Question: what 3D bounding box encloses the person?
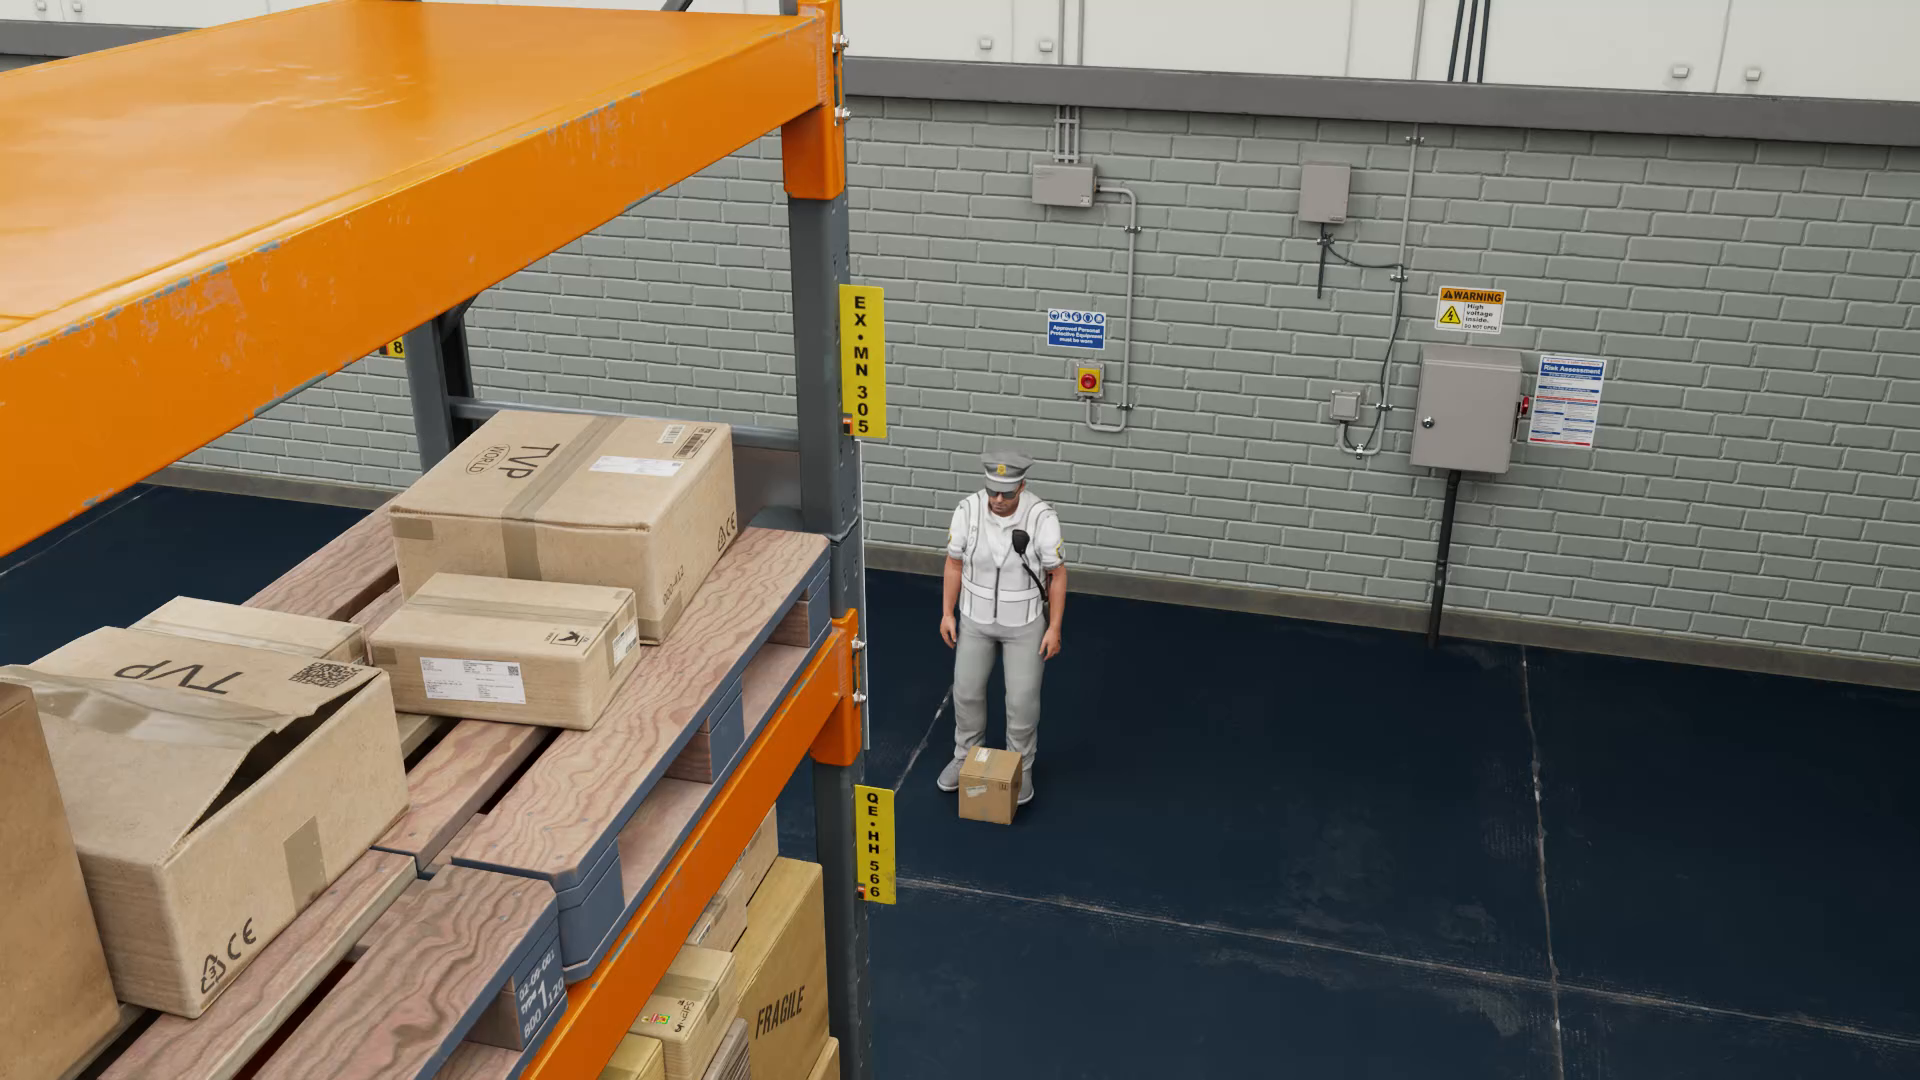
[{"bbox_3d":[0.201,0.377,7.796,0.585,1.749,0.465,6,26,13],"label":"person"}]
